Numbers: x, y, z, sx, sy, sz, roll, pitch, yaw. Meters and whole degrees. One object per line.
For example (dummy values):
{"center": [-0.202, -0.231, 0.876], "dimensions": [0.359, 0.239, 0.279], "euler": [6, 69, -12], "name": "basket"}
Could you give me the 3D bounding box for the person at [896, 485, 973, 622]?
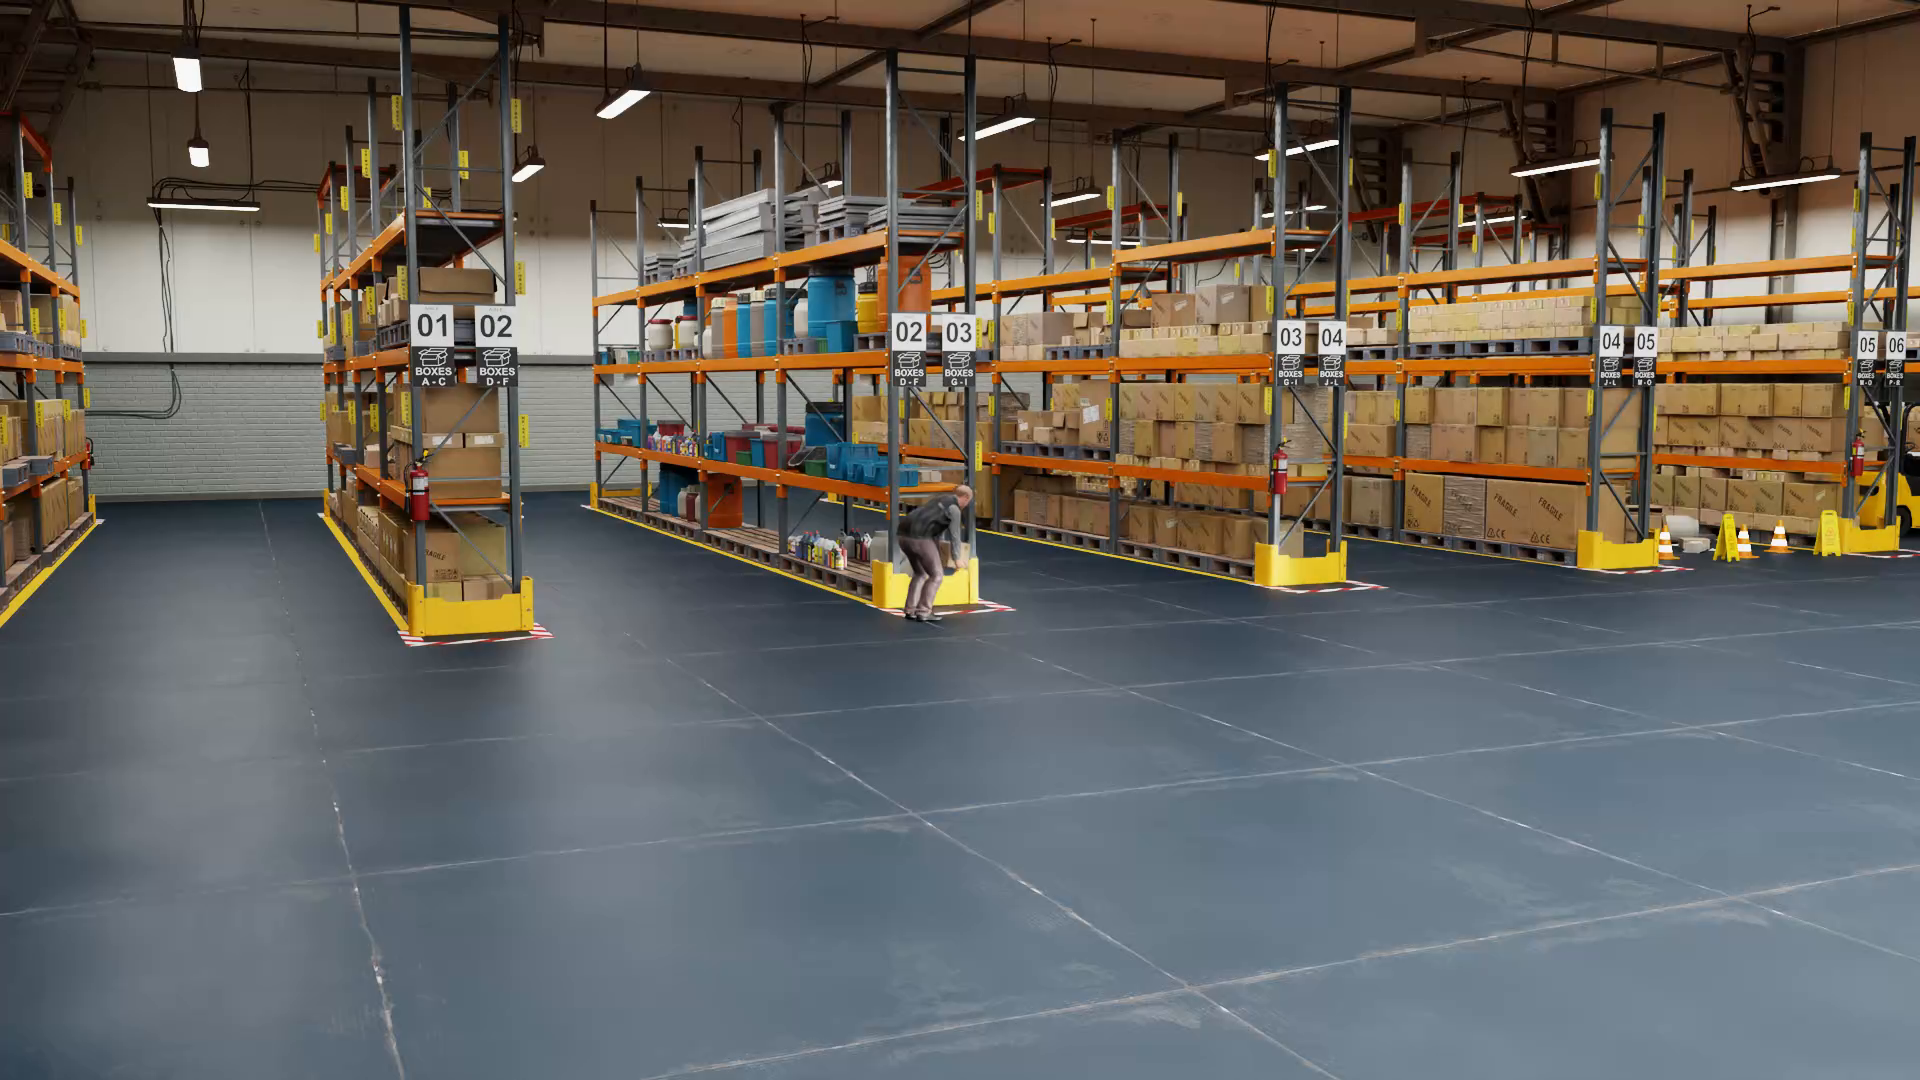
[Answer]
{"center": [-0.240, 0.129, 17.320], "dimensions": [0.861, 1.388, 0.469], "euler": [-3, 6, -32], "name": "person"}
